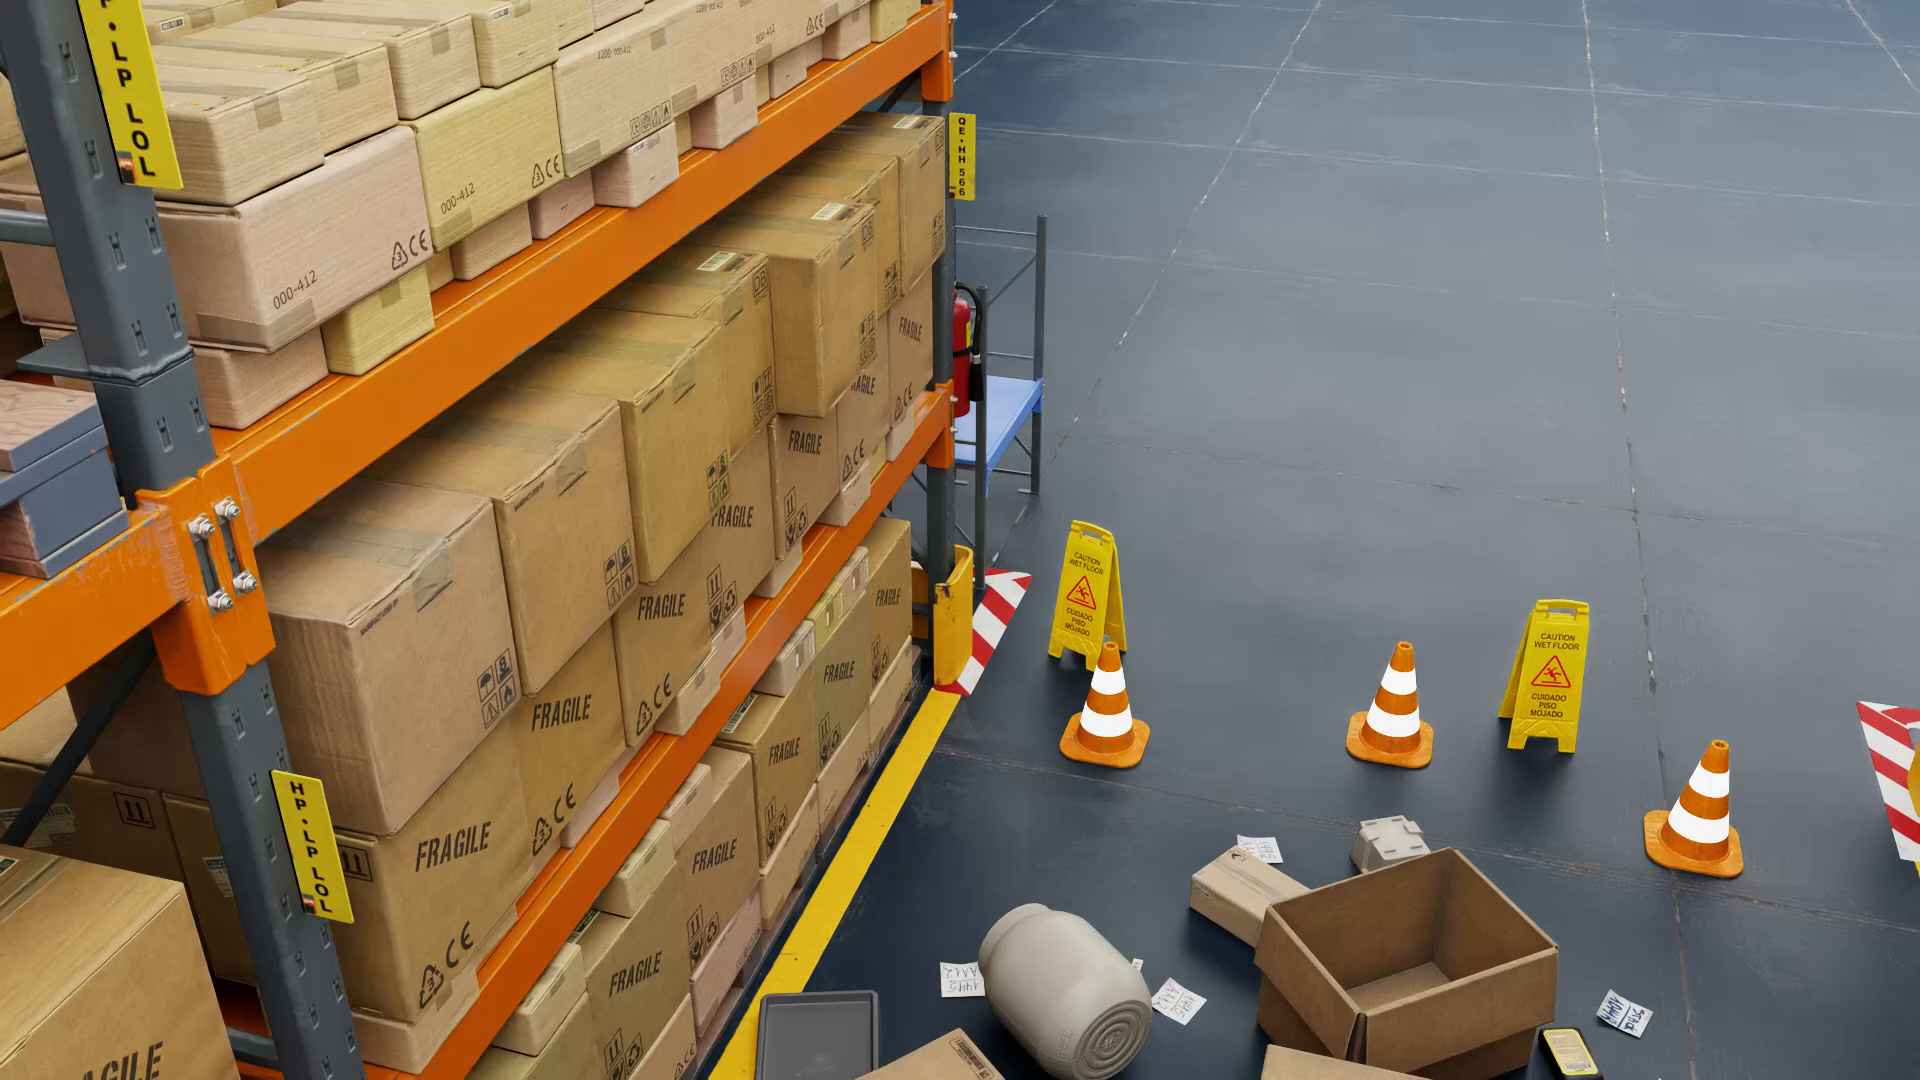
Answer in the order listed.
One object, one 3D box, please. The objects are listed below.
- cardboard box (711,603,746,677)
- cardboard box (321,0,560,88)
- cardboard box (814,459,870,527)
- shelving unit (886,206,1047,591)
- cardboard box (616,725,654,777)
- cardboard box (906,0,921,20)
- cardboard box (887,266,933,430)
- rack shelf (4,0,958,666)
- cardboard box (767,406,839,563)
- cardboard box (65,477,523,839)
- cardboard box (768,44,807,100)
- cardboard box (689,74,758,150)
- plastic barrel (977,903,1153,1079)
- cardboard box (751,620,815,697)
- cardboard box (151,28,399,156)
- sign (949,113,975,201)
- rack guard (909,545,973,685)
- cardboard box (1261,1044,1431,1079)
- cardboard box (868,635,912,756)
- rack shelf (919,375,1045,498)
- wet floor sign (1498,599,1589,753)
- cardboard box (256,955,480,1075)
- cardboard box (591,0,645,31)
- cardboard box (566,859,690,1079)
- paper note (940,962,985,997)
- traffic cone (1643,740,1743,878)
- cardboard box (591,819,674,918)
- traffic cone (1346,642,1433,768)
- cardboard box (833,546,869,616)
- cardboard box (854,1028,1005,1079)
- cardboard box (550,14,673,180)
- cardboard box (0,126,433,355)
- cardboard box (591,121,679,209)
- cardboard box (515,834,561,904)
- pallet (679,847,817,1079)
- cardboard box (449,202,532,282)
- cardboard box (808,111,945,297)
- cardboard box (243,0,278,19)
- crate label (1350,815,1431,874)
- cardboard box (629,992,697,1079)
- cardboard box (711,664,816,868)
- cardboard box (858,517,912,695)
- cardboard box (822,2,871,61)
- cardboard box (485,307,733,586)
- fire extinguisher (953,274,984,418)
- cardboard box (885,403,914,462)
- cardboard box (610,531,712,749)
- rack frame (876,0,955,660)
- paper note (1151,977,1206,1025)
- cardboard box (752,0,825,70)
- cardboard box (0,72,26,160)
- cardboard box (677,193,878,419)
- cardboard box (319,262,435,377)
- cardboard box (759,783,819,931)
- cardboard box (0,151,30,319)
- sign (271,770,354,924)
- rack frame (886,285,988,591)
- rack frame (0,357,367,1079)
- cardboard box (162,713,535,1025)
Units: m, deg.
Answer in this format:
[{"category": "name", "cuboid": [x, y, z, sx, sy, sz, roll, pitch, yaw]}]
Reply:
[{"category": "cardboard box", "cuboid": [-0.859, 0.276, 4.926, 0.380, 0.149, 0.250, 8, 30, 15]}, {"category": "cardboard box", "cuboid": [-1.048, -1.033, 3.374, 0.380, 0.149, 0.250, 8, 30, 14]}, {"category": "cardboard box", "cuboid": [-0.532, -0.190, 5.764, 0.380, 0.149, 0.250, 9, 30, 16]}, {"category": "shelving unit", "cuboid": [0.025, -0.695, 7.957, 0.538, 1.500, 1.048, 8, 30, 15]}, {"category": "cardboard box", "cuboid": [-1.063, 0.500, 4.525, 0.380, 0.149, 0.250, 8, 30, 15]}, {"category": "cardboard box", "cuboid": [-0.353, -1.873, 5.704, 0.380, 0.149, 0.250, 9, 30, 15]}, {"category": "cardboard box", "cuboid": [-0.412, -0.760, 6.121, 0.500, 0.500, 0.500, 8, 30, 14]}, {"category": "rack shelf", "cuboid": [-1.103, -0.945, 4.517, 1.077, 0.370, 4.000, 8, 30, 15]}, {"category": "cardboard box", "cuboid": [-0.714, -0.296, 5.287, 0.500, 0.500, 0.500, 8, 30, 15]}, {"category": "cardboard box", "cuboid": [-1.354, 0.197, 3.373, 0.700, 0.500, 0.500, 8, 30, 14]}, {"category": "cardboard box", "cuboid": [-0.671, -1.403, 4.860, 0.380, 0.149, 0.250, 8, 30, 14]}, {"category": "cardboard box", "cuboid": [-0.762, -1.153, 4.410, 0.380, 0.149, 0.250, 8, 30, 14]}, {"category": "plastic barrel", "cuboid": [0.325, 1.424, 5.255, 0.421, 0.421, 0.512, -17, 34, -28]}, {"category": "cardboard box", "cuboid": [-0.701, 0.358, 5.479, 0.380, 0.149, 0.250, 10, 31, 17]}, {"category": "cardboard box", "cuboid": [-1.237, -0.793, 2.943, 0.380, 0.149, 0.250, 9, 30, 16]}, {"category": "sign", "cuboid": [0.009, -1.433, 6.225, 0.100, 0.325, 0.005, 8, 30, 15]}, {"category": "rack guard", "cuboid": [-0.538, 0.250, 7.286, 1.175, 0.500, 0.348, 8, 30, 15]}, {"category": "cardboard box", "cuboid": [1.122, 1.767, 4.416, 0.797, 0.637, 0.503, 8, 30, 15]}, {"category": "cardboard box", "cuboid": [-0.503, 0.566, 6.544, 0.500, 0.250, 0.500, 8, 30, 15]}, {"category": "rack shelf", "cuboid": [0.025, -0.538, 8.044, 0.538, 0.185, 1.000, 8, 30, 15]}, {"category": "wet floor sign", "cuboid": [2.361, 0.515, 6.661, 0.267, 0.644, 0.232, 3, 29, 6]}, {"category": "cardboard box", "cuboid": [-1.291, 0.990, 3.642, 0.380, 0.149, 0.250, 8, 30, 15]}, {"category": "cardboard box", "cuboid": [-0.956, -1.281, 3.820, 0.380, 0.149, 0.250, 8, 30, 14]}, {"category": "cardboard box", "cuboid": [-1.113, 1.186, 4.658, 0.500, 0.500, 0.500, 10, 31, 17]}, {"category": "paper note", "cuboid": [0.008, 1.470, 5.577, 0.142, 0.019, 0.148, -1, 29, -3]}, {"category": "traffic cone", "cuboid": [2.732, 0.935, 6.094, 0.336, 0.463, 0.334, 8, 30, 15]}, {"category": "cardboard box", "cuboid": [-1.016, 0.864, 4.569, 0.380, 0.149, 0.250, 10, 31, 17]}, {"category": "traffic cone", "cuboid": [1.752, 0.615, 6.668, 0.336, 0.463, 0.334, 8, 30, 15]}, {"category": "cardboard box", "cuboid": [-0.545, 0.119, 5.908, 0.380, 0.149, 0.250, 9, 30, 16]}, {"category": "cardboard box", "cuboid": [-0.075, 1.769, 4.554, 0.500, 0.500, 0.500, -17, 34, -28]}, {"category": "cardboard box", "cuboid": [-0.997, -1.031, 3.781, 0.500, 0.250, 0.500, 9, 30, 15]}, {"category": "cardboard box", "cuboid": [-1.299, -0.559, 2.933, 0.500, 0.250, 0.500, 8, 30, 14]}, {"category": "cardboard box", "cuboid": [-0.902, -0.916, 3.984, 0.380, 0.149, 0.250, 8, 30, 14]}, {"category": "cardboard box", "cuboid": [-1.218, 0.738, 4.097, 0.380, 0.149, 0.250, 8, 30, 15]}, {"category": "pallet", "cuboid": [-1.171, 1.314, 5.671, 1.003, 0.211, 1.213, 8, 30, 15]}, {"category": "cardboard box", "cuboid": [-1.155, -0.685, 3.569, 0.380, 0.149, 0.250, 9, 30, 16]}, {"category": "cardboard box", "cuboid": [-0.457, -1.220, 5.920, 0.700, 0.500, 0.500, 8, 30, 14]}, {"category": "cardboard box", "cuboid": [-1.690, -1.126, 3.541, 0.380, 0.149, 0.250, 9, 30, 16]}, {"category": "crate label", "cuboid": [1.580, 1.132, 6.075, 0.250, 0.136, 0.298, -6, 30, -11]}, {"category": "cardboard box", "cuboid": [-1.113, 1.514, 4.839, 0.500, 0.250, 0.500, 10, 31, 18]}, {"category": "cardboard box", "cuboid": [-0.807, 0.699, 5.533, 0.500, 0.500, 0.500, 8, 30, 14]}, {"category": "cardboard box", "cuboid": [-0.502, 0.222, 6.390, 0.500, 0.500, 0.500, 9, 30, 15]}, {"category": "cardboard box", "cuboid": [-0.506, -1.634, 5.275, 0.380, 0.149, 0.250, 9, 30, 16]}, {"category": "cardboard box", "cuboid": [-1.010, -0.267, 4.206, 0.700, 0.500, 0.500, 8, 30, 14]}, {"category": "fire extinguisher", "cuboid": [-0.042, -0.831, 6.738, 0.296, 0.674, 0.183, 8, 30, 15]}, {"category": "cardboard box", "cuboid": [-0.390, -0.430, 6.196, 0.380, 0.149, 0.250, 8, 30, 14]}, {"category": "cardboard box", "cuboid": [-1.010, 0.175, 4.441, 0.500, 0.500, 0.500, 8, 30, 14]}, {"category": "rack frame", "cuboid": [-0.516, -0.878, 6.742, 1.000, 3.000, 0.127, 8, 30, 15]}, {"category": "paper note", "cuboid": [0.717, 1.522, 5.495, 0.148, 0.019, 0.142, 20, 35, 32]}, {"category": "cardboard box", "cuboid": [-0.705, -1.501, 4.626, 0.500, 0.250, 0.500, 9, 30, 16]}, {"category": "cardboard box", "cuboid": [-1.806, -0.747, 2.859, 0.380, 0.149, 0.250, 9, 30, 16]}, {"category": "cardboard box", "cuboid": [-0.664, -0.734, 5.046, 0.700, 0.500, 0.500, 8, 30, 14]}, {"category": "cardboard box", "cuboid": [-1.231, -0.443, 3.134, 0.380, 0.149, 0.250, 9, 30, 15]}, {"category": "cardboard box", "cuboid": [-0.804, 1.038, 5.695, 0.500, 0.250, 0.500, 7, 30, 13]}, {"category": "cardboard box", "cuboid": [-1.817, -0.638, 3.075, 0.500, 0.250, 0.500, 8, 30, 14]}, {"category": "sign", "cuboid": [-1.159, 0.553, 2.980, 0.100, 0.325, 0.005, 8, 30, 15]}, {"category": "rack frame", "cuboid": [-0.124, -0.459, 7.532, 0.500, 1.500, 0.032, 8, 30, 15]}, {"category": "rack frame", "cuboid": [-1.690, 0.981, 3.400, 1.000, 3.000, 0.127, 8, 30, 15]}, {"category": "cardboard box", "cuboid": [-1.295, 0.643, 3.600, 0.500, 0.500, 0.500, 8, 30, 15]}]
